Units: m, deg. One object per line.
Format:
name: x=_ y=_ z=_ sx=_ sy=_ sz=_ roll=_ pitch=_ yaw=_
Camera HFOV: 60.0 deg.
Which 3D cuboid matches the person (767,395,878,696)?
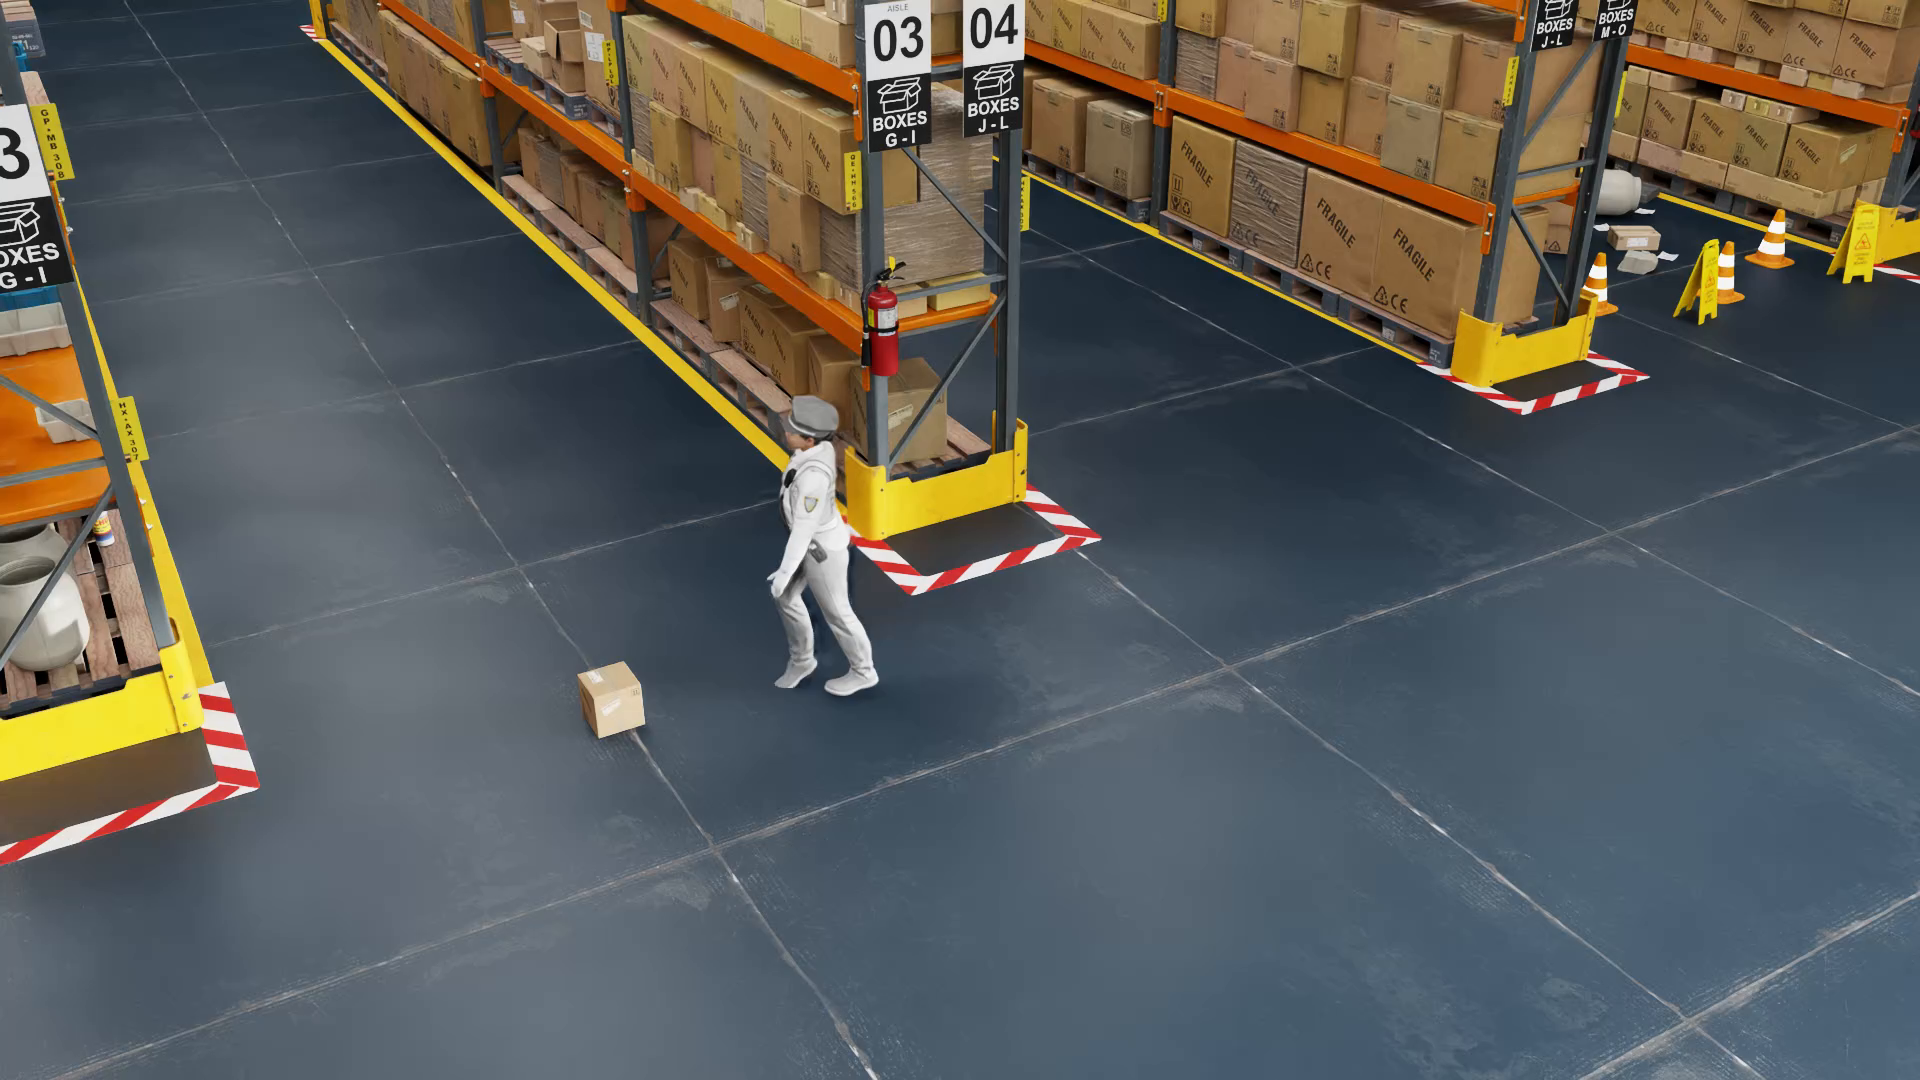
person: x=-0.709 y=0.086 z=8.407 sx=0.552 sy=1.758 sz=0.515 roll=-4 pitch=29 yaw=-8
